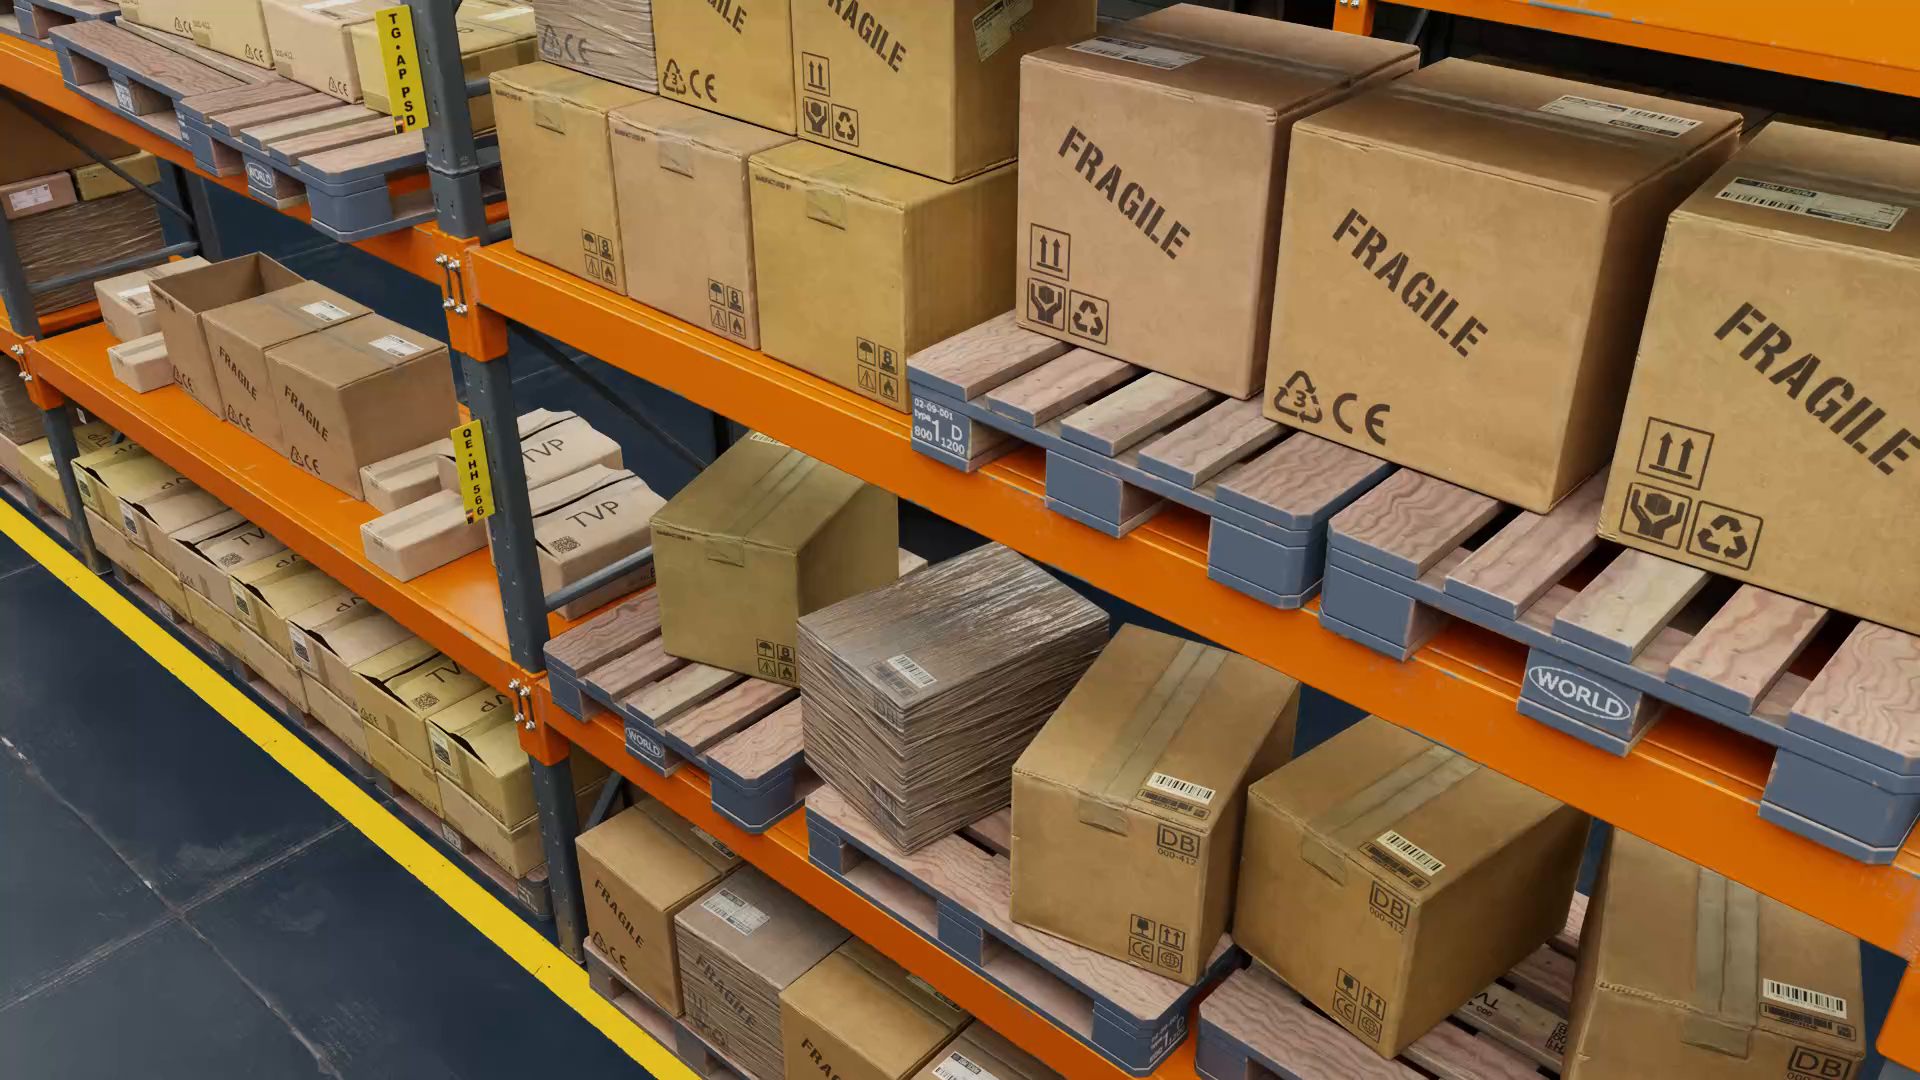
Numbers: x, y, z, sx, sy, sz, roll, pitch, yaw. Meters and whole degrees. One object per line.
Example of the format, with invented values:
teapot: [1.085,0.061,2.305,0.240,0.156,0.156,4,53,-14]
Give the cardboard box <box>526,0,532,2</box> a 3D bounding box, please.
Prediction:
cardboard box: [-3.208,-4.397,12.545,0.500,0.500,0.500,25,39,35]

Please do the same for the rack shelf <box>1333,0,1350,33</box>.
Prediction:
rack shelf: [0.728,-3.487,9.423,4.000,0.370,1.077,25,39,35]

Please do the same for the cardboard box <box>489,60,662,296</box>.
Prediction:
cardboard box: [-0.764,-1.112,4.684,0.500,0.500,0.910,25,39,35]

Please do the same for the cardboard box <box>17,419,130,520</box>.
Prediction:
cardboard box: [-4.566,-0.385,8.741,0.500,0.250,0.500,25,39,35]

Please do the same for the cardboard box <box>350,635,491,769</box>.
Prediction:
cardboard box: [-2.053,0.571,6.608,0.500,0.311,0.500,24,39,34]

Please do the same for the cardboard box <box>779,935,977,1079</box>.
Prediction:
cardboard box: [-0.204,1.582,5.212,0.500,0.500,0.500,24,39,34]

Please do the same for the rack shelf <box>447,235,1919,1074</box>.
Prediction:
rack shelf: [0.373,-0.207,3.975,4.000,0.370,1.077,25,39,35]

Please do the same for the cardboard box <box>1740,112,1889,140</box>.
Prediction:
cardboard box: [3.859,-1.725,7.575,0.500,0.250,0.500,24,38,34]

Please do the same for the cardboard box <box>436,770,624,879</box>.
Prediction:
cardboard box: [-1.664,0.987,6.461,0.500,0.250,0.500,26,40,36]

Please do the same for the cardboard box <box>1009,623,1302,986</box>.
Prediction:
cardboard box: [0.504,0.652,4.255,0.500,0.500,0.700,15,34,23]

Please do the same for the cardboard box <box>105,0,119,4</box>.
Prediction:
cardboard box: [-3.216,-2.301,6.494,0.500,0.250,0.500,21,37,31]

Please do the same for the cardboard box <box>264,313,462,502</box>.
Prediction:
cardboard box: [-2.365,-0.540,6.641,0.500,0.500,0.500,23,38,33]

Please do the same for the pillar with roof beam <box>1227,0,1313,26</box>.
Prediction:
pillar with roof beam: [-1.061,-3.522,5.876,0.400,9.000,9.100,25,39,35]

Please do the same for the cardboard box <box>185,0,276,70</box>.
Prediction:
cardboard box: [-2.301,-1.835,5.720,0.500,0.250,0.500,24,39,34]

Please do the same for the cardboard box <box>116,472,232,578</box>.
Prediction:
cardboard box: [-3.569,-0.135,7.781,0.500,0.311,0.500,25,39,35]

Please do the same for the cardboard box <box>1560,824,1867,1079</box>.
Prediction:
cardboard box: [1.655,0.990,3.693,0.500,0.500,0.700,12,33,19]

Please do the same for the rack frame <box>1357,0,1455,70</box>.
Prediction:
rack frame: [2.211,-1.818,8.861,0.127,3.000,1.000,25,39,35]

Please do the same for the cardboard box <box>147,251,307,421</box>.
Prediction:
cardboard box: [-3.127,-0.895,7.232,0.500,0.500,0.500,-26,40,-36]

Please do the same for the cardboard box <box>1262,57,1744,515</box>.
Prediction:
cardboard box: [1.021,-0.514,3.186,0.600,0.600,0.600,25,39,35]

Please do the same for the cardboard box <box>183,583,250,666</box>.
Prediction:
cardboard box: [-3.179,0.281,7.633,0.500,0.250,0.500,24,38,34]

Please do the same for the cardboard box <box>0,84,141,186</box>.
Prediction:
cardboard box: [-4.409,-2.056,7.903,0.500,0.500,0.700,25,39,35]

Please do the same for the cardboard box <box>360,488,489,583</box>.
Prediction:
cardboard box: [-1.962,-0.020,6.119,0.250,0.149,0.380,25,39,35]

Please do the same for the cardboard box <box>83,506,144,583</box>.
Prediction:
cardboard box: [-3.943,-0.074,8.224,0.500,0.250,0.500,24,38,34]

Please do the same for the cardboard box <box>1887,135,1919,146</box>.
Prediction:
cardboard box: [4.243,-1.542,7.272,0.500,0.250,0.500,24,38,34]

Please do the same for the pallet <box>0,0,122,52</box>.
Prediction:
pallet: [-3.413,-2.209,6.789,1.217,0.209,0.805,23,38,33]

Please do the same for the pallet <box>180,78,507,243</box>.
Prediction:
pallet: [-1.673,-1.327,5.321,1.003,0.211,1.213,27,40,37]

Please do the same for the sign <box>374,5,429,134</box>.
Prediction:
sign: [-1.488,-1.253,4.437,0.005,0.325,0.100,25,39,35]

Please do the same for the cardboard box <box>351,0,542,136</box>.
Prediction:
cardboard box: [-1.484,-1.458,5.094,0.500,0.250,0.500,22,37,32]

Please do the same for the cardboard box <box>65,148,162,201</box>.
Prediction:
cardboard box: [-4.145,-1.794,8.096,0.250,0.149,0.380,25,39,35]

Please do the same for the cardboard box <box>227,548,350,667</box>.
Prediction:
cardboard box: [-2.796,0.221,7.189,0.500,0.311,0.500,26,40,36]

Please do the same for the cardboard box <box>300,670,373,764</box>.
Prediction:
cardboard box: [-2.419,0.635,7.046,0.500,0.250,0.500,26,40,36]

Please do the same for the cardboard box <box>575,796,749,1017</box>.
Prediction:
cardboard box: [-0.964,1.227,5.800,0.500,0.500,0.500,27,40,37]

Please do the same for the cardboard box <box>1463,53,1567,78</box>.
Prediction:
cardboard box: [2.722,-2.260,8.464,0.500,0.250,0.500,26,40,36]

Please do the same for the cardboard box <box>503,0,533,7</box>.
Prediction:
cardboard box: [-3.177,-4.066,12.722,0.500,0.250,0.500,24,38,34]

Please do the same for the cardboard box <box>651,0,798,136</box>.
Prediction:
cardboard box: [-0.413,-1.349,4.107,0.500,0.500,0.500,25,39,35]

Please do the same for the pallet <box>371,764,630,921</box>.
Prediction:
pallet: [-1.694,0.973,6.930,1.213,0.211,1.003,25,39,35]

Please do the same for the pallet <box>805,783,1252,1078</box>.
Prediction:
pallet: [0.335,0.831,4.647,1.213,0.211,1.003,25,39,35]

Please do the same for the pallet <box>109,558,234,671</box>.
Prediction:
pallet: [-3.503,0.128,8.332,1.213,0.211,1.003,25,39,35]

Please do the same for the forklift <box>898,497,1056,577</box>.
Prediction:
forklift: [-0.135,-0.938,7.467,1.130,2.935,3.031,6,32,11]

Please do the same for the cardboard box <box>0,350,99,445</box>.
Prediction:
cardboard box: [-4.929,-0.884,8.842,0.500,0.500,0.500,25,39,35]

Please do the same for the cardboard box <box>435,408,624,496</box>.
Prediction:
cardboard box: [-1.643,-0.268,6.373,0.500,0.311,0.500,25,39,35]

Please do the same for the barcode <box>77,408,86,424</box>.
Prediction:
barcode: [-4.166,-0.588,7.884,0.075,0.075,0.001,25,39,35]

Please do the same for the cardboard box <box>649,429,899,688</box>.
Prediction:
cardboard box: [-0.567,0.030,5.288,0.500,0.500,0.700,12,33,19]

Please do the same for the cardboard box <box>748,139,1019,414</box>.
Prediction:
cardboard box: [0.000,-0.756,4.091,0.500,0.500,0.910,25,39,35]

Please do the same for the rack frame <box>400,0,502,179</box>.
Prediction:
rack frame: [-1.110,-2.492,4.165,0.127,3.000,1.000,25,39,35]

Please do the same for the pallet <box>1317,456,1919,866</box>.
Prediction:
pallet: [1.419,0.005,3.107,1.003,0.211,1.213,25,39,35]

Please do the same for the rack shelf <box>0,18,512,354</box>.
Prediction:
rack shelf: [-2.593,-1.591,6.274,4.000,0.370,1.077,25,39,35]
